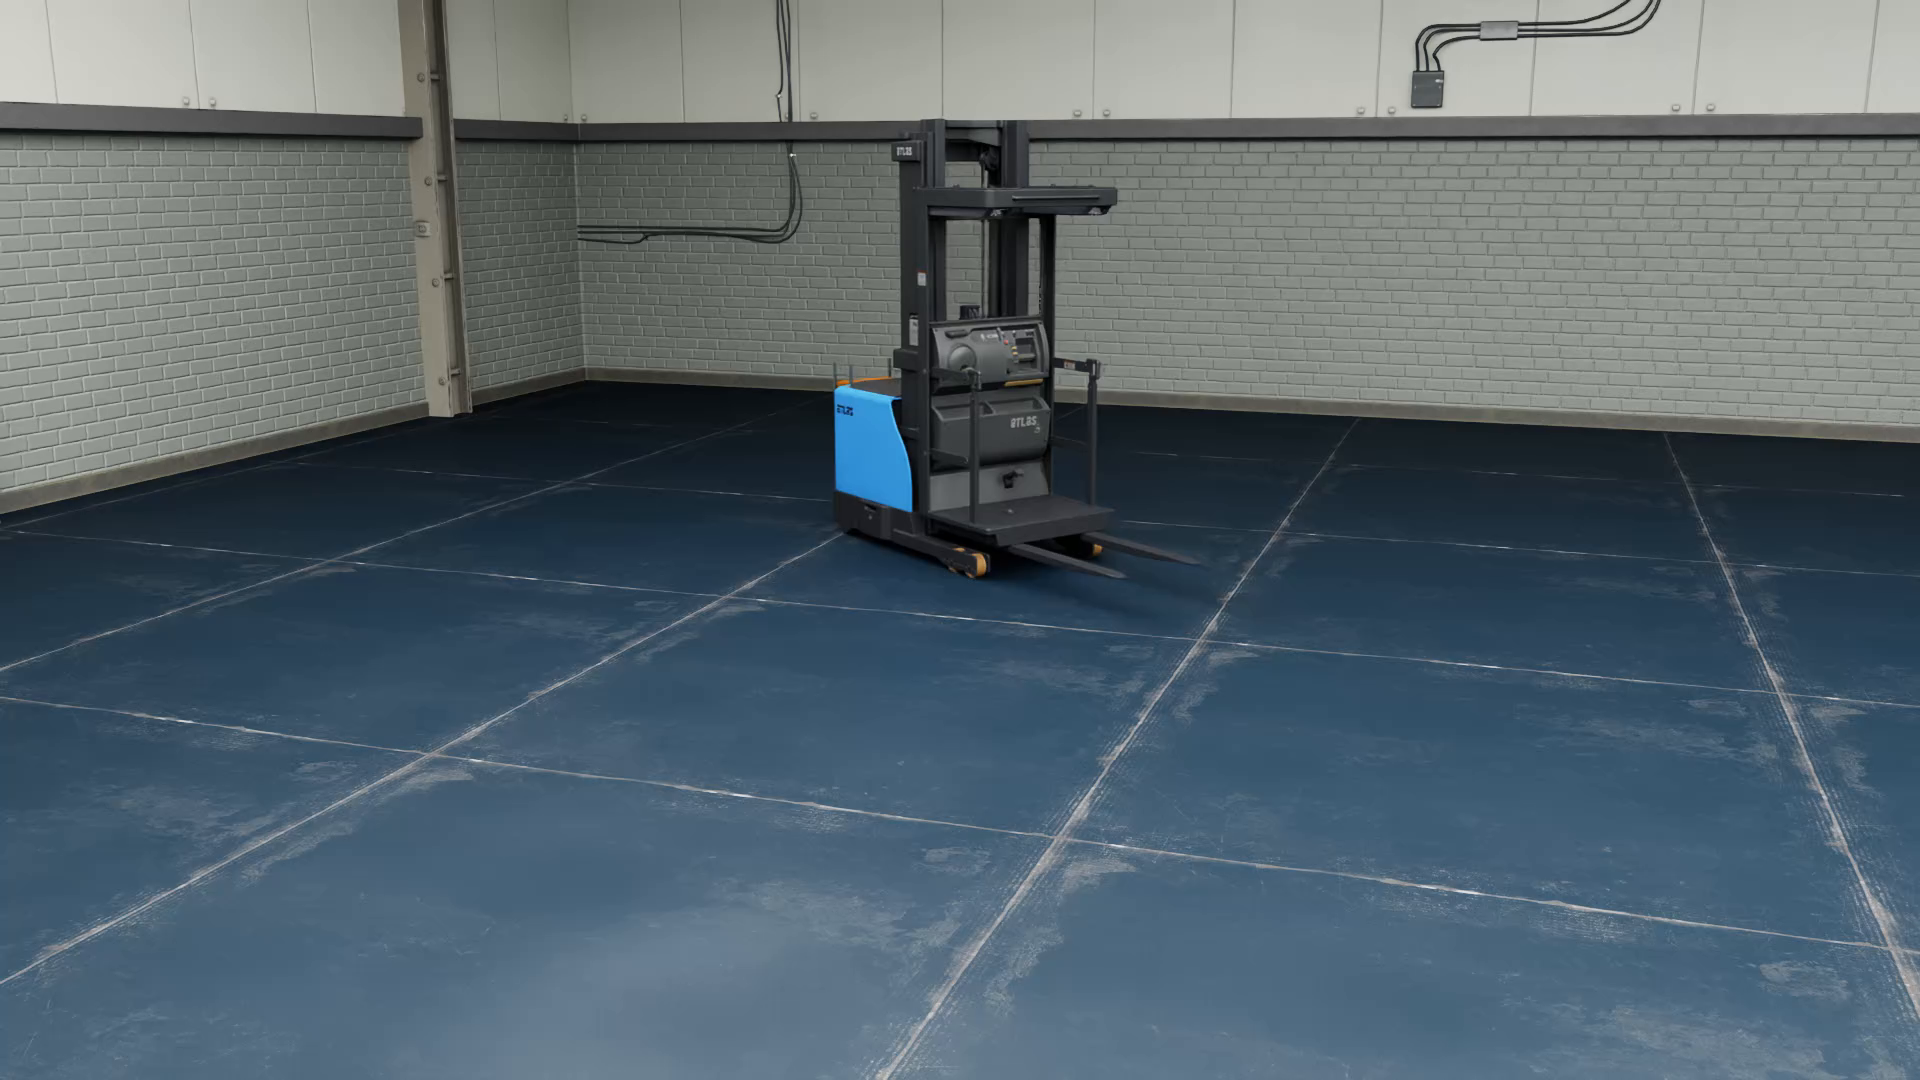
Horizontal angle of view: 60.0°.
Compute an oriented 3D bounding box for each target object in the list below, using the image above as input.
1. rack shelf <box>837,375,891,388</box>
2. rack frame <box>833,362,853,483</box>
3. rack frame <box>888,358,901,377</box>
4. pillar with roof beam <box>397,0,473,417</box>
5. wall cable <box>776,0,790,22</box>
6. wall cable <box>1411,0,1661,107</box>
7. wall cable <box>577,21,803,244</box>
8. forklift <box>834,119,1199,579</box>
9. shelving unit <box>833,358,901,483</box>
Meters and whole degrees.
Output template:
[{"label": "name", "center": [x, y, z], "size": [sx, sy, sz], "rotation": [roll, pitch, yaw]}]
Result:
[{"label": "rack shelf", "center": [-0.670, -1.134, 12.492], "size": [0.480, 0.148, 0.258], "rotation": [-9, 16, -35]}, {"label": "rack frame", "center": [-0.867, -0.718, 12.438], "size": [0.015, 1.200, 0.240], "rotation": [-9, 16, -35]}, {"label": "rack frame", "center": [-0.474, -0.783, 12.720], "size": [0.015, 1.200, 0.240], "rotation": [-9, 16, -35]}, {"label": "pillar with roof beam", "center": [-1.435, -5.440, 15.598], "size": [9.100, 9.000, 0.400], "rotation": [4, 14, 18]}, {"label": "wall cable", "center": [-0.744, -7.028, 18.186], "size": [3.097, 2.526, 0.112], "rotation": [4, 14, 18]}, {"label": "wall cable", "center": [5.674, -7.246, 15.868], "size": [2.305, 6.003, 0.169], "rotation": [4, 14, 18]}, {"label": "wall cable", "center": [-3.304, -4.761, 19.602], "size": [3.097, 2.526, 0.112], "rotation": [4, 14, 18]}, {"label": "forklift", "center": [0.340, -1.301, 11.102], "size": [1.130, 2.935, 3.031], "rotation": [-9, 16, -35]}, {"label": "shelving unit", "center": [-0.670, -0.750, 12.579], "size": [0.503, 1.200, 0.258], "rotation": [-9, 16, -35]}]
